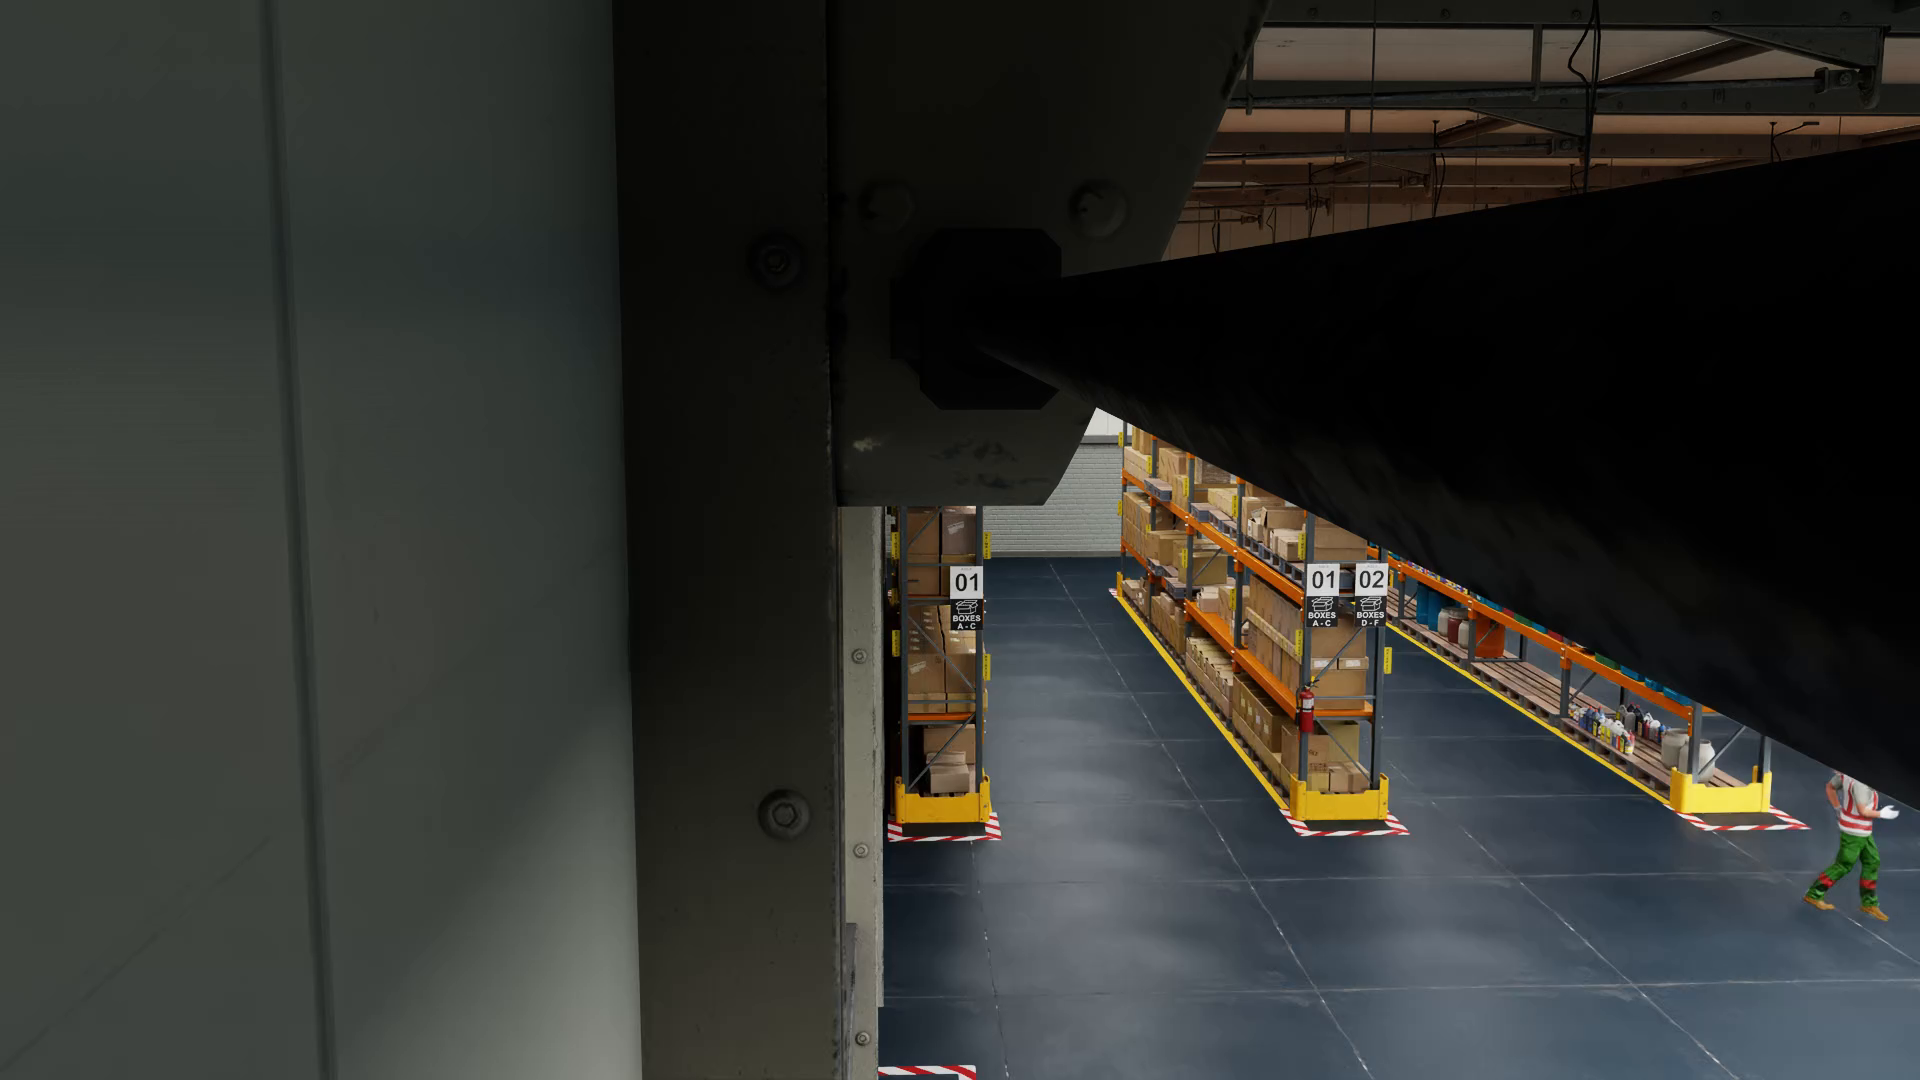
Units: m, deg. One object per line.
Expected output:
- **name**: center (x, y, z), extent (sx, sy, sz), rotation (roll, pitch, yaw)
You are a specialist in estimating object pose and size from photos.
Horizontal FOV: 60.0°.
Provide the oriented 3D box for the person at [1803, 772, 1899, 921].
- **person**: center (9.235, 3.045, 17.207), extent (0.823, 1.838, 0.639), rotation (4, 9, 24)
